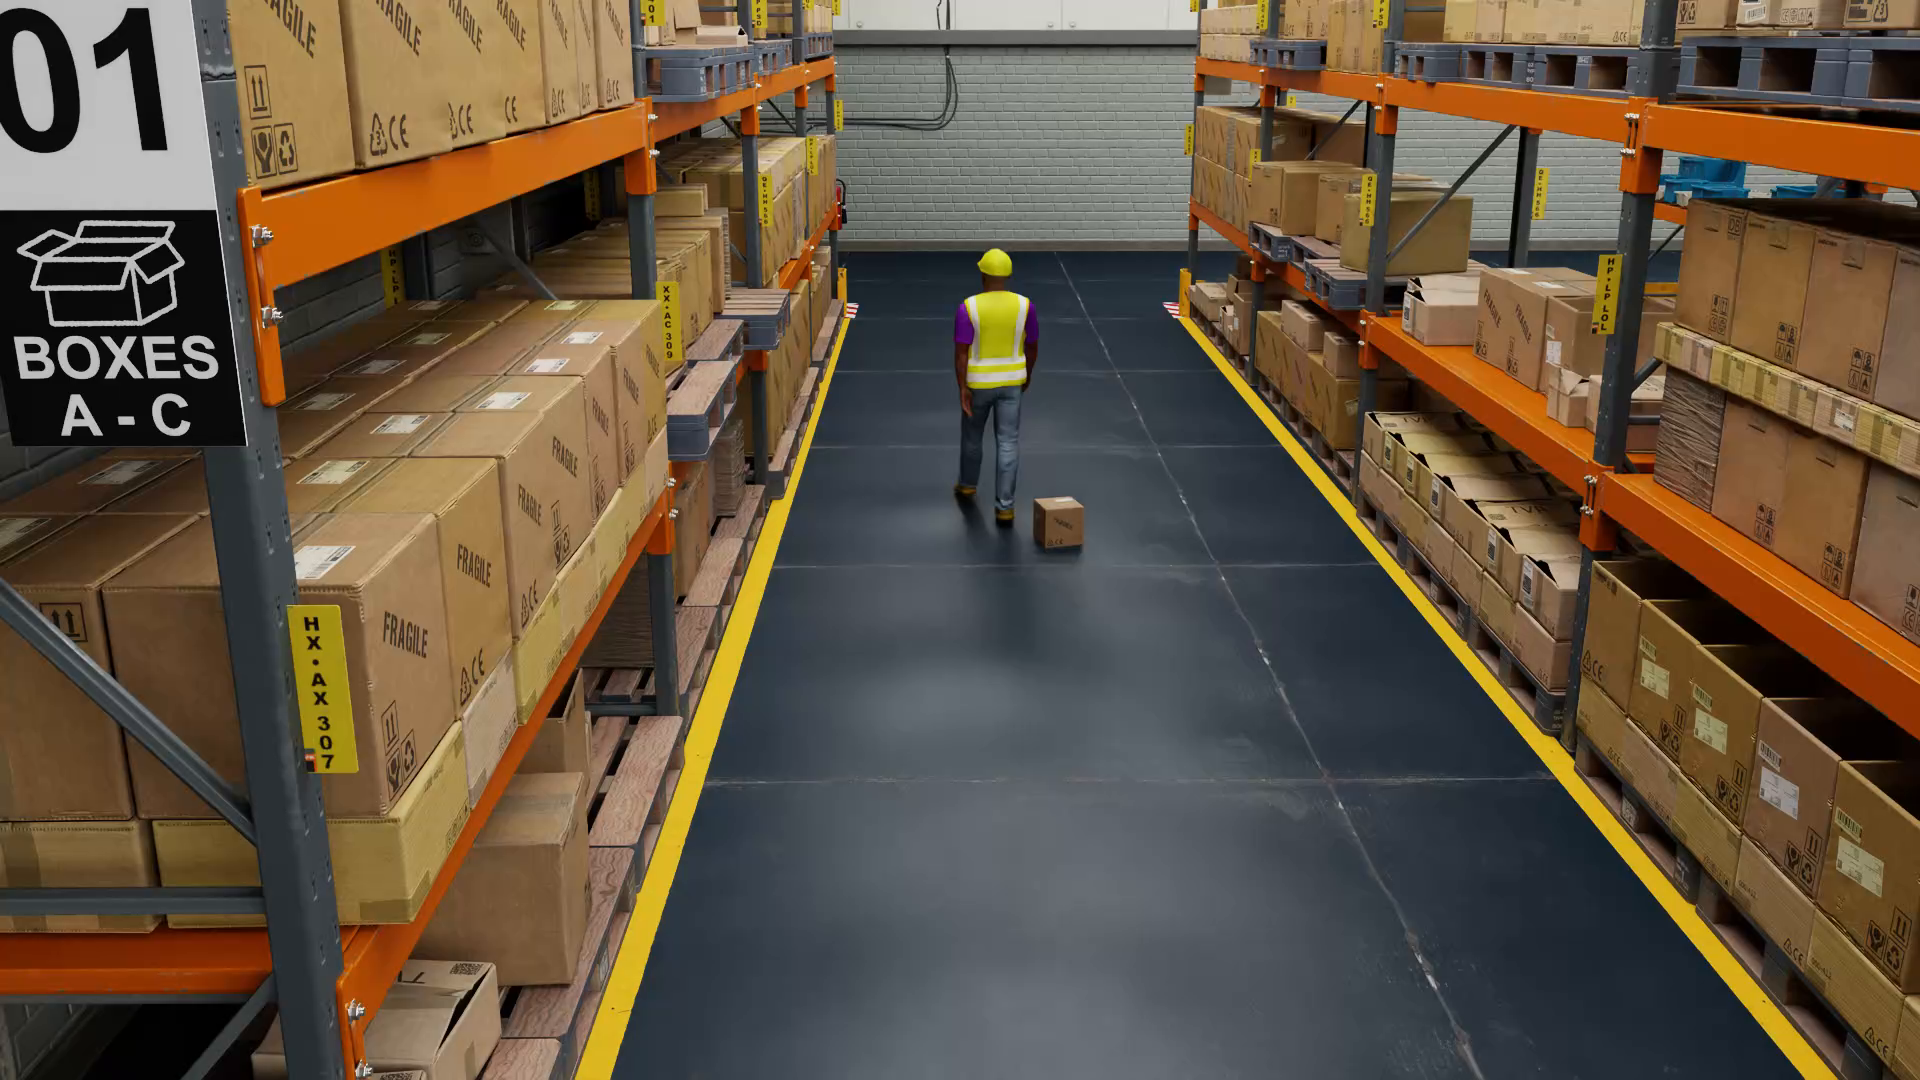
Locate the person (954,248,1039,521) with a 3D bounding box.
[{"bbox_3d":[0.219,-1.068,10.935,0.572,1.714,0.981,-2,17,-6],"label":"person"}]
